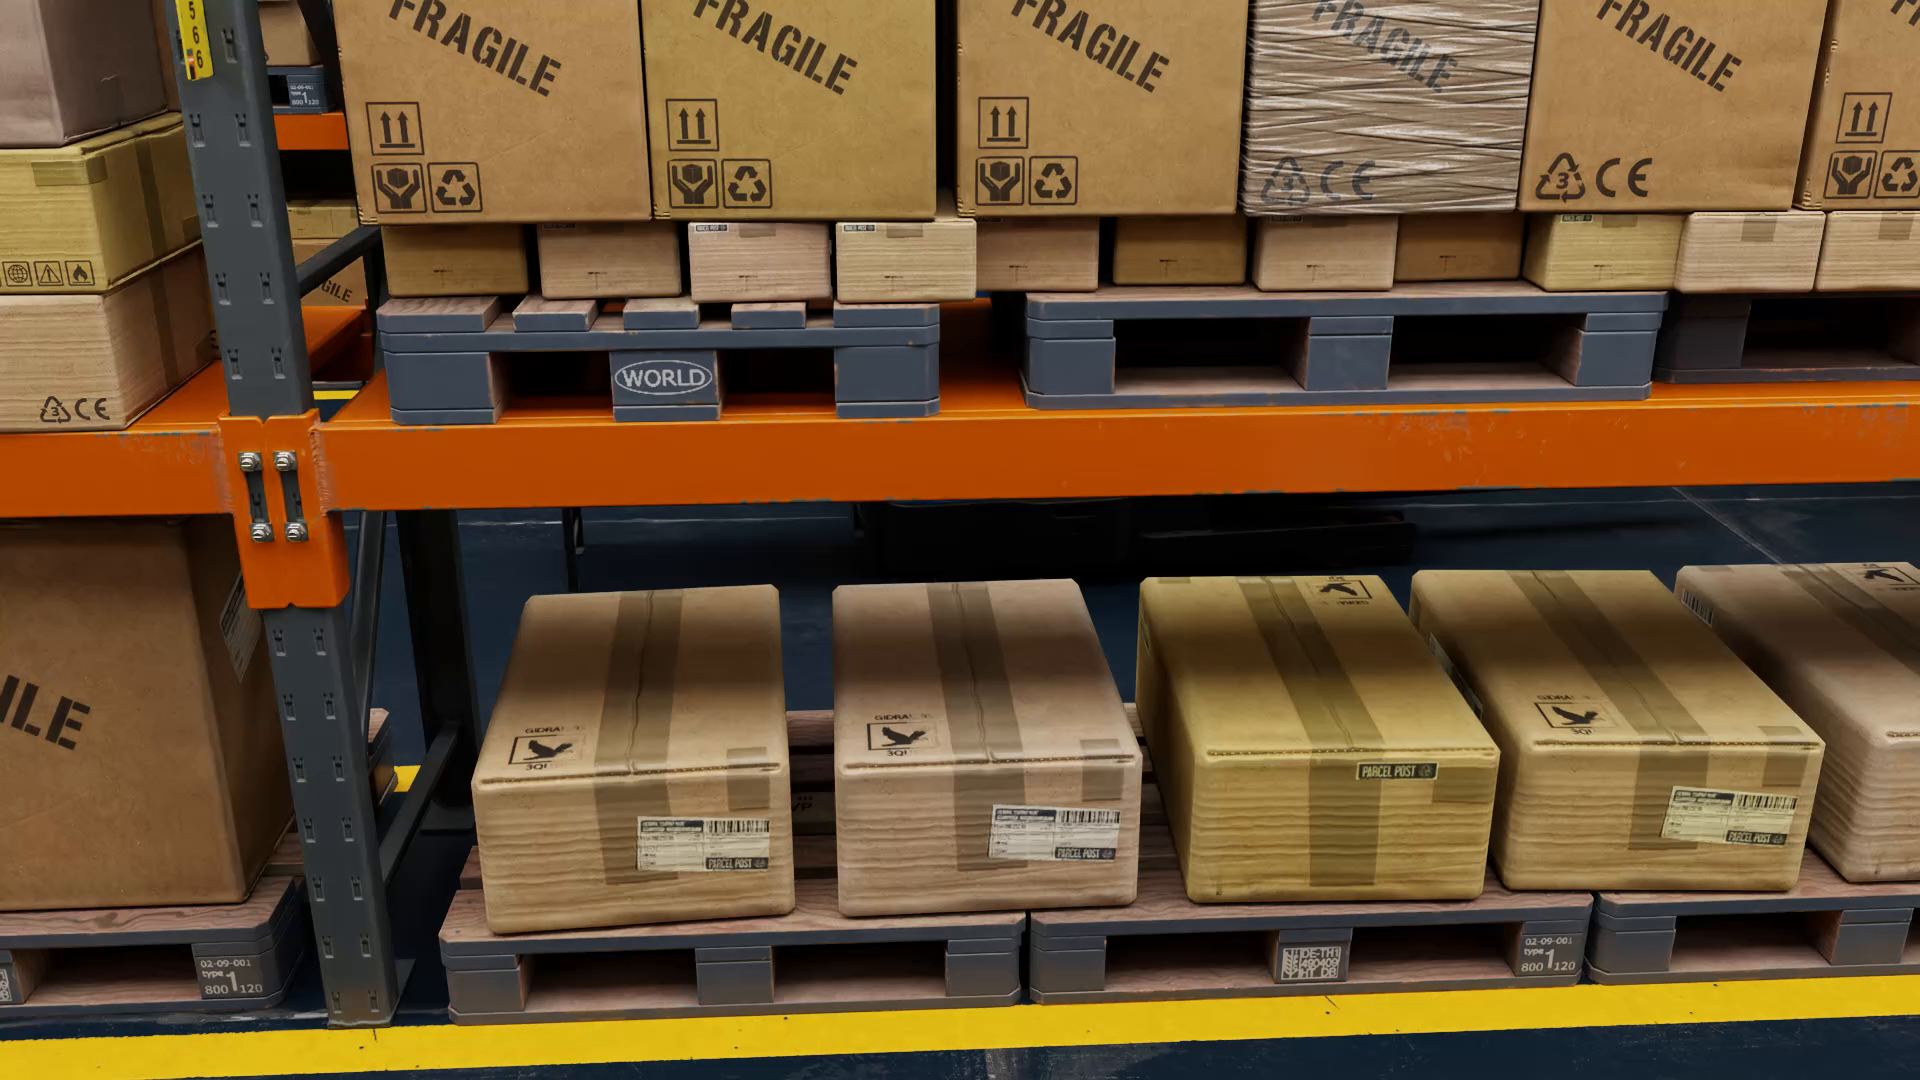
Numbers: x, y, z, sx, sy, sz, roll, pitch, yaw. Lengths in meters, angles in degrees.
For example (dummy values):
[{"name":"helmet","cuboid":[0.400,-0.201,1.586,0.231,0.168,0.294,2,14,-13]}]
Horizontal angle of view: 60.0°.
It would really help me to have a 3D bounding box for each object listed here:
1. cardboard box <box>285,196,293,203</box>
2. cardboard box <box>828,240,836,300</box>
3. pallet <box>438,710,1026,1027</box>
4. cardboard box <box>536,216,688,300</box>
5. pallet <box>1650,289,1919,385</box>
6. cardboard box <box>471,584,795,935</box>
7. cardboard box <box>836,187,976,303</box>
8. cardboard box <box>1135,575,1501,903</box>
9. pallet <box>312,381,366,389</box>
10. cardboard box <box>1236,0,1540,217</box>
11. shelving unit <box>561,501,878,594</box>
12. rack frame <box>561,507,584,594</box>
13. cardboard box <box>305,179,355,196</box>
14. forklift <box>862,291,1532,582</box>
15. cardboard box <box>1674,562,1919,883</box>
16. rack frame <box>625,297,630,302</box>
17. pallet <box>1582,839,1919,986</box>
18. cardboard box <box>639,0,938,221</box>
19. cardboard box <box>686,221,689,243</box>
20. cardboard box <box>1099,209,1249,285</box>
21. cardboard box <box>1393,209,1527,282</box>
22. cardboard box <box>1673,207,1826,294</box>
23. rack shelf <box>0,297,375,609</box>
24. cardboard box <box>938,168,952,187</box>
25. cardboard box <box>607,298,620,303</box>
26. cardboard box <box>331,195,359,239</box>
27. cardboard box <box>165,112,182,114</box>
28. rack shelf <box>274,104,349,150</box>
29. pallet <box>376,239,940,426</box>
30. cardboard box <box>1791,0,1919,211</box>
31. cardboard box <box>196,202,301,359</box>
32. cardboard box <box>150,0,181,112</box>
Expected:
[{"name":"cardboard box","cuboid":[-3.367,-1.541,7.964,0.250,0.149,0.380,-2,21,-6]},{"name":"cardboard box","cuboid":[-0.940,-1.421,8.385,0.625,0.625,0.875,-1,21,-1]},{"name":"pallet","cuboid":[-0.496,0.724,3.922,1.213,0.211,1.003,-1,21,-3]},{"name":"cardboard box","cuboid":[-0.657,-0.577,3.183,0.250,0.149,0.380,-2,21,-6]},{"name":"pallet","cuboid":[1.946,-0.591,3.728,1.213,0.211,1.003,-1,21,-3]},{"name":"cardboard box","cuboid":[-0.711,0.460,3.799,0.625,0.372,0.950,-3,21,-7]},{"name":"cardboard box","cuboid":[-0.105,-0.564,3.150,0.250,0.149,0.380,-1,21,-3]},{"name":"cardboard box","cuboid":[0.782,0.429,3.881,0.625,0.372,0.950,0,21,-1]},{"name":"pallet","cuboid":[-3.526,-0.998,8.446,1.213,0.211,1.003,-1,21,-3]},{"name":"cardboard box","cuboid":[0.736,-0.906,3.136,0.500,0.500,0.500,-2,21,-5]},{"name":"shelving unit","cuboid":[-0.844,-0.625,5.656,1.048,1.500,0.538,-3,21,-9]},{"name":"rack frame","cuboid":[-1.345,-0.595,5.575,0.032,1.500,0.500,-3,21,-9]},{"name":"cardboard box","cuboid":[-3.147,-1.734,8.470,0.250,0.149,0.380,-2,21,-4]},{"name":"forklift","cuboid":[1.161,-1.457,5.830,3.031,2.935,1.130,-3,21,-9]},{"name":"cardboard box","cuboid":[2.194,0.399,3.961,0.625,0.372,0.950,-1,21,-2]},{"name":"rack frame","cuboid":[-1.563,-2.327,8.017,0.127,3.000,1.000,-1,21,-3]},{"name":"pallet","cuboid":[1.940,0.675,4.052,1.213,0.211,1.003,-1,21,-3]},{"name":"cardboard box","cuboid":[-0.294,-0.886,3.083,0.500,0.500,0.500,0,21,0]},{"name":"cardboard box","cuboid":[-0.699,-0.764,3.674,0.250,0.149,0.380,-1,21,-2]},{"name":"cardboard box","cuboid":[0.411,-0.616,3.287,0.250,0.149,0.380,0,21,-1]},{"name":"cardboard box","cuboid":[0.931,-0.631,3.325,0.250,0.149,0.380,-2,21,-5]},{"name":"cardboard box","cuboid":[1.446,-0.592,3.222,0.250,0.149,0.380,-1,21,-3]},{"name":"rack shelf","cuboid":[-3.273,-0.187,3.407,4.000,0.370,1.077,-1,21,-3]},{"name":"cardboard box","cuboid":[0.076,-0.798,3.763,0.250,0.149,0.380,-1,21,-2]},{"name":"cardboard box","cuboid":[-1.973,-1.270,8.163,0.500,0.500,0.500,-1,21,-1]},{"name":"cardboard box","cuboid":[-2.844,-1.562,8.020,0.250,0.149,0.380,-1,21,-1]},{"name":"cardboard box","cuboid":[-1.796,-0.805,3.527,0.500,0.250,0.500,-1,21,-3]},{"name":"rack shelf","cuboid":[-3.560,-1.950,8.038,4.000,0.370,1.077,-1,21,-3]},{"name":"pallet","cuboid":[-0.571,-0.526,3.557,1.003,0.211,1.213,-1,21,-3]},{"name":"cardboard box","cuboid":[1.774,-0.925,3.187,0.500,0.500,0.500,-1,21,-3]},{"name":"cardboard box","cuboid":[-1.779,-0.573,3.621,0.500,0.250,0.500,-2,21,-4]},{"name":"cardboard box","cuboid":[-1.782,-1.154,3.392,0.500,0.500,0.500,-2,21,-5]}]
